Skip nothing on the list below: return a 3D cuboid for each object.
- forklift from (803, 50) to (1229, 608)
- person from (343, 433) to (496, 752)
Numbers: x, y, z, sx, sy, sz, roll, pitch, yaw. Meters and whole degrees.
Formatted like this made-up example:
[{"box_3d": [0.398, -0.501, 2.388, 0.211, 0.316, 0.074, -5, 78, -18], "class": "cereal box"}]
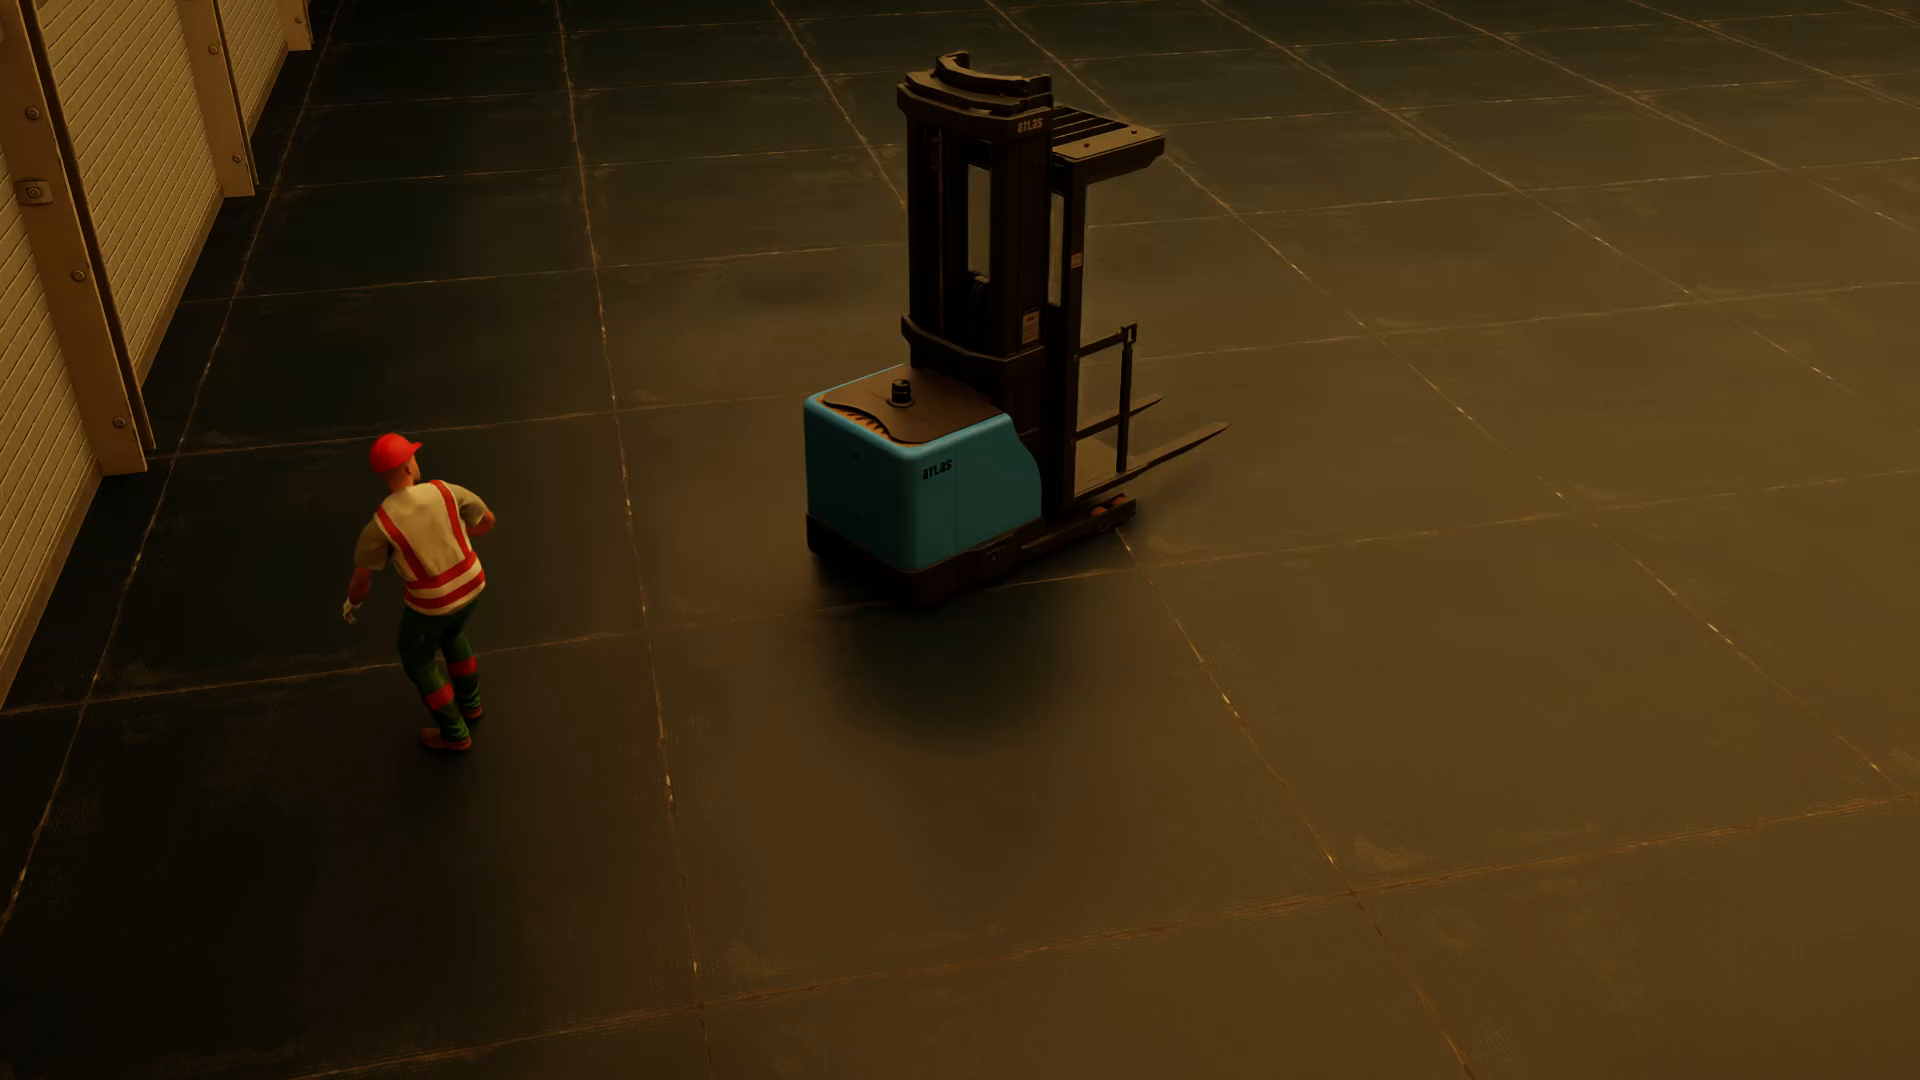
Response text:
[{"box_3d": [0.495, -1.488, 10.144, 3.031, 2.935, 1.130, -24, 38, -35], "class": "forklift"}, {"box_3d": [-2.686, 0.260, 8.341, 0.518, 1.732, 0.755, 23, 37, 33], "class": "person"}]
